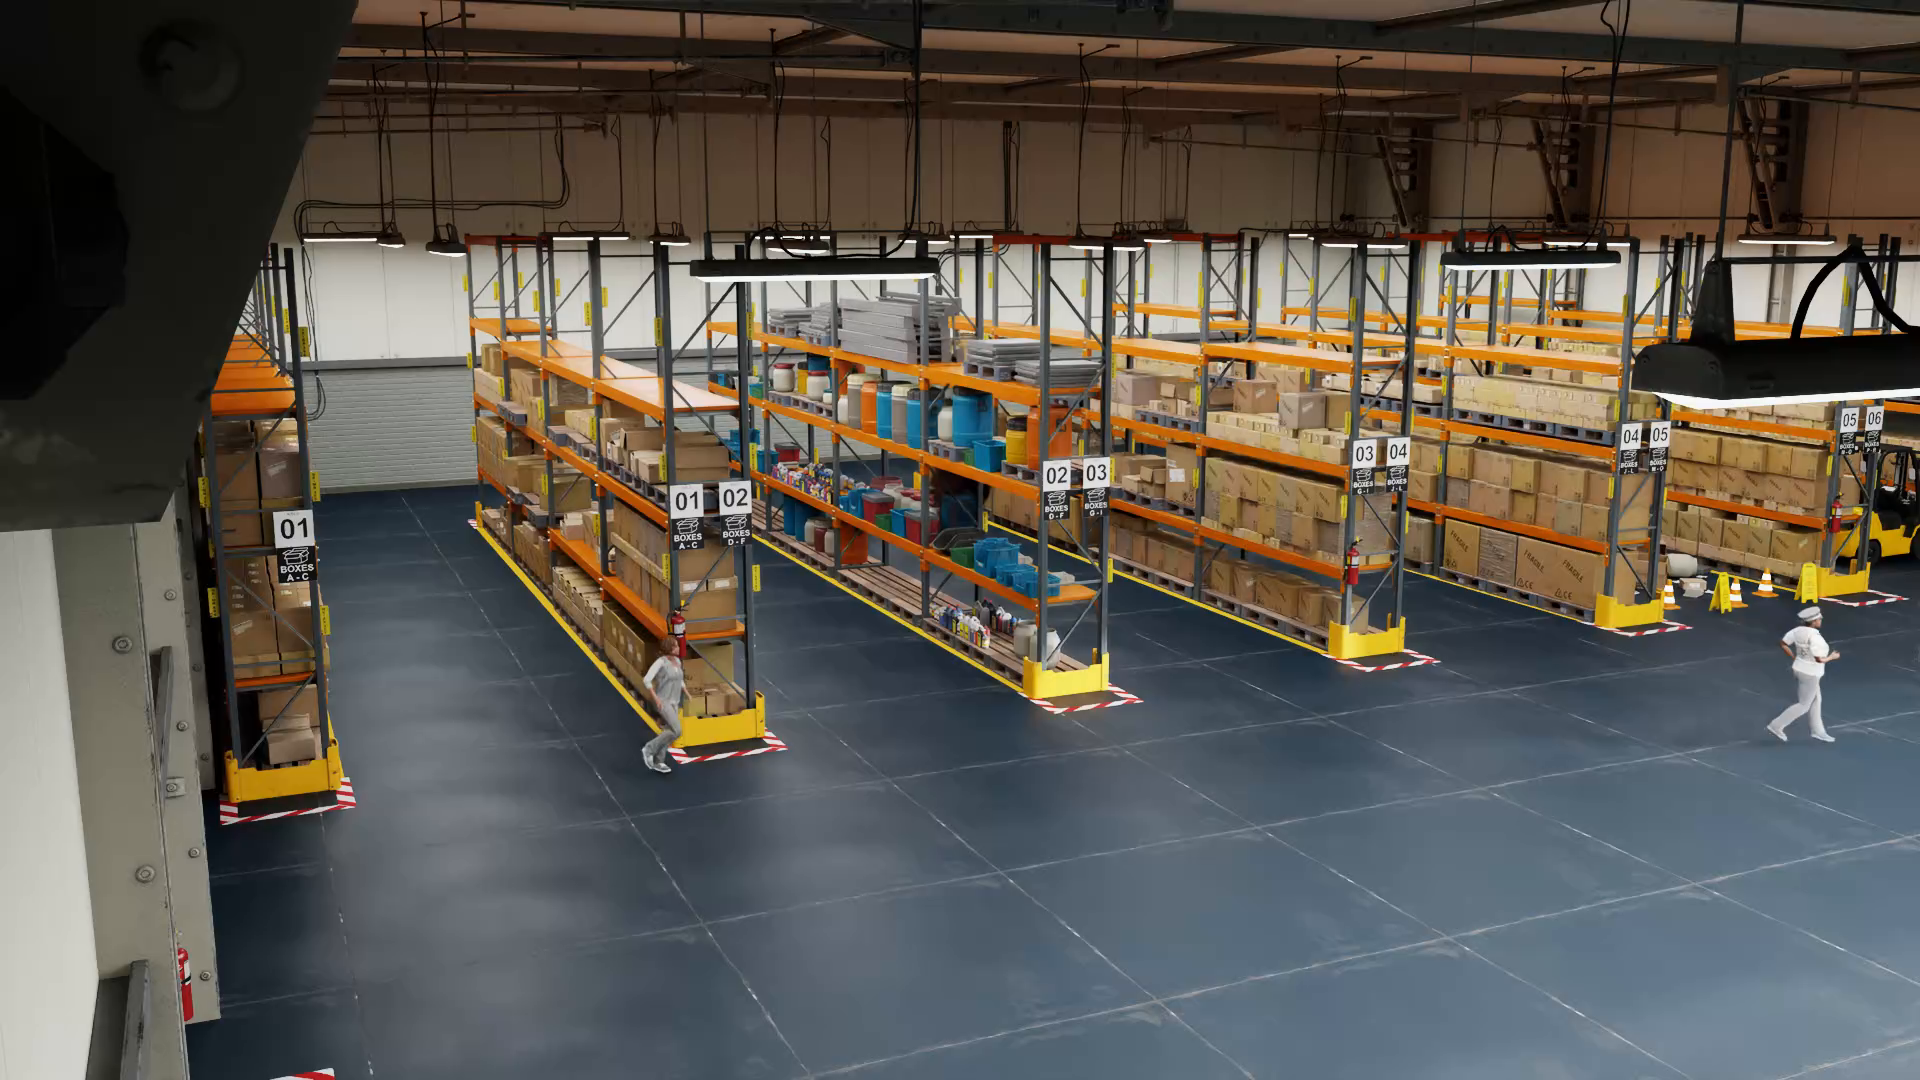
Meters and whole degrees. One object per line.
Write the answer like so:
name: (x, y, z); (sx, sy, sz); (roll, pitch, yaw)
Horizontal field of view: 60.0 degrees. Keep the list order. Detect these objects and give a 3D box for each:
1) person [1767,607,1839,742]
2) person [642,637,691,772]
person: (10.245, 1.634, 20.116); (0.876, 1.699, 0.581); (0, 11, 1)
person: (-3.369, 1.899, 19.278); (0.501, 1.540, 0.589); (4, 12, 20)
